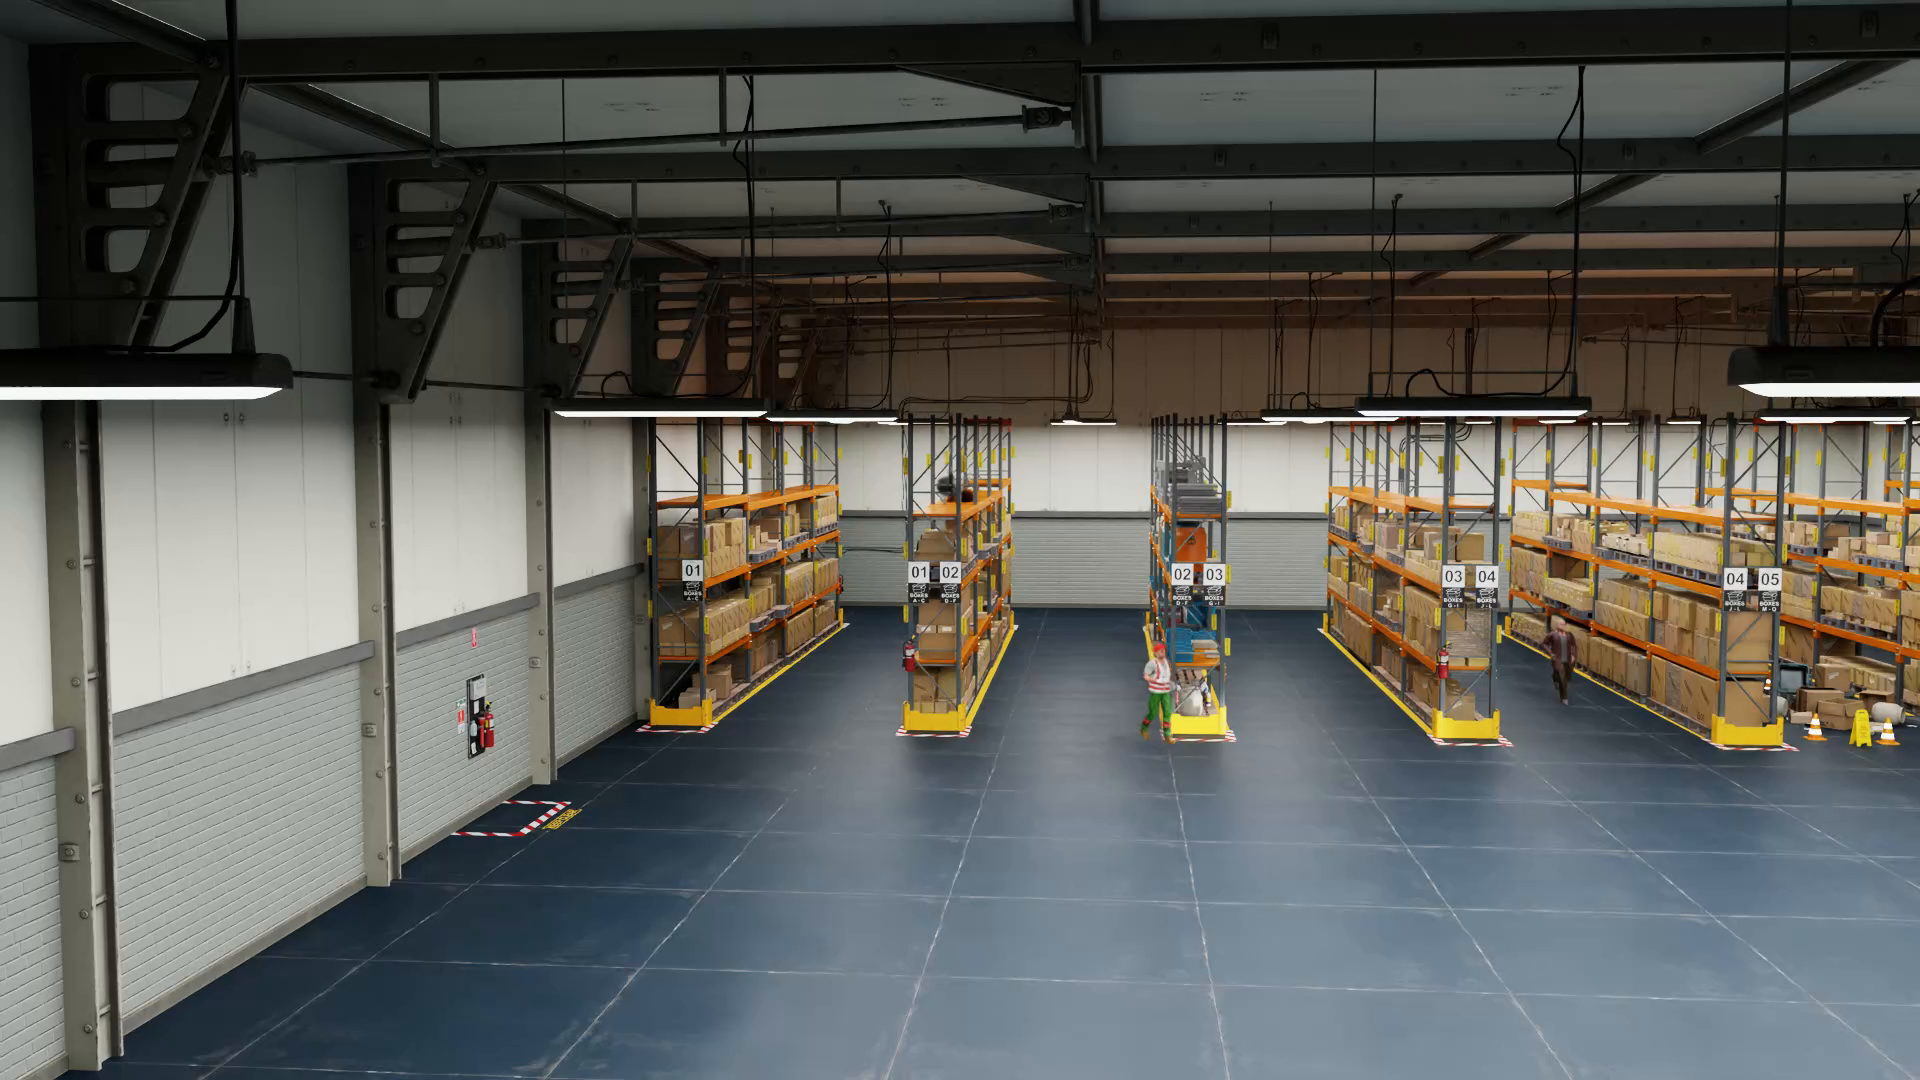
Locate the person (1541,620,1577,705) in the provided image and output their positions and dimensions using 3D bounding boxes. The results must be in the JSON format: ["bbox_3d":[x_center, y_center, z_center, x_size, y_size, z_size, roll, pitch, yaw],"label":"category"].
[{"bbox_3d":[12.568,2.534,34.832,0.711,1.744,0.924,-1,4,-8],"label":"person"}]

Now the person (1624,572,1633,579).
[{"bbox_3d":[18.870,1.743,47.045,0.550,1.663,0.658,1,4,8],"label":"person"}]

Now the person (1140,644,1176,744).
[{"bbox_3d":[3.616,2.768,30.181,0.670,1.784,0.901,-2,4,-30],"label":"person"}]

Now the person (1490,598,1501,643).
[{"bbox_3d":[13.748,2.019,43.111,0.569,1.614,0.551,0,4,3],"label":"person"}]
